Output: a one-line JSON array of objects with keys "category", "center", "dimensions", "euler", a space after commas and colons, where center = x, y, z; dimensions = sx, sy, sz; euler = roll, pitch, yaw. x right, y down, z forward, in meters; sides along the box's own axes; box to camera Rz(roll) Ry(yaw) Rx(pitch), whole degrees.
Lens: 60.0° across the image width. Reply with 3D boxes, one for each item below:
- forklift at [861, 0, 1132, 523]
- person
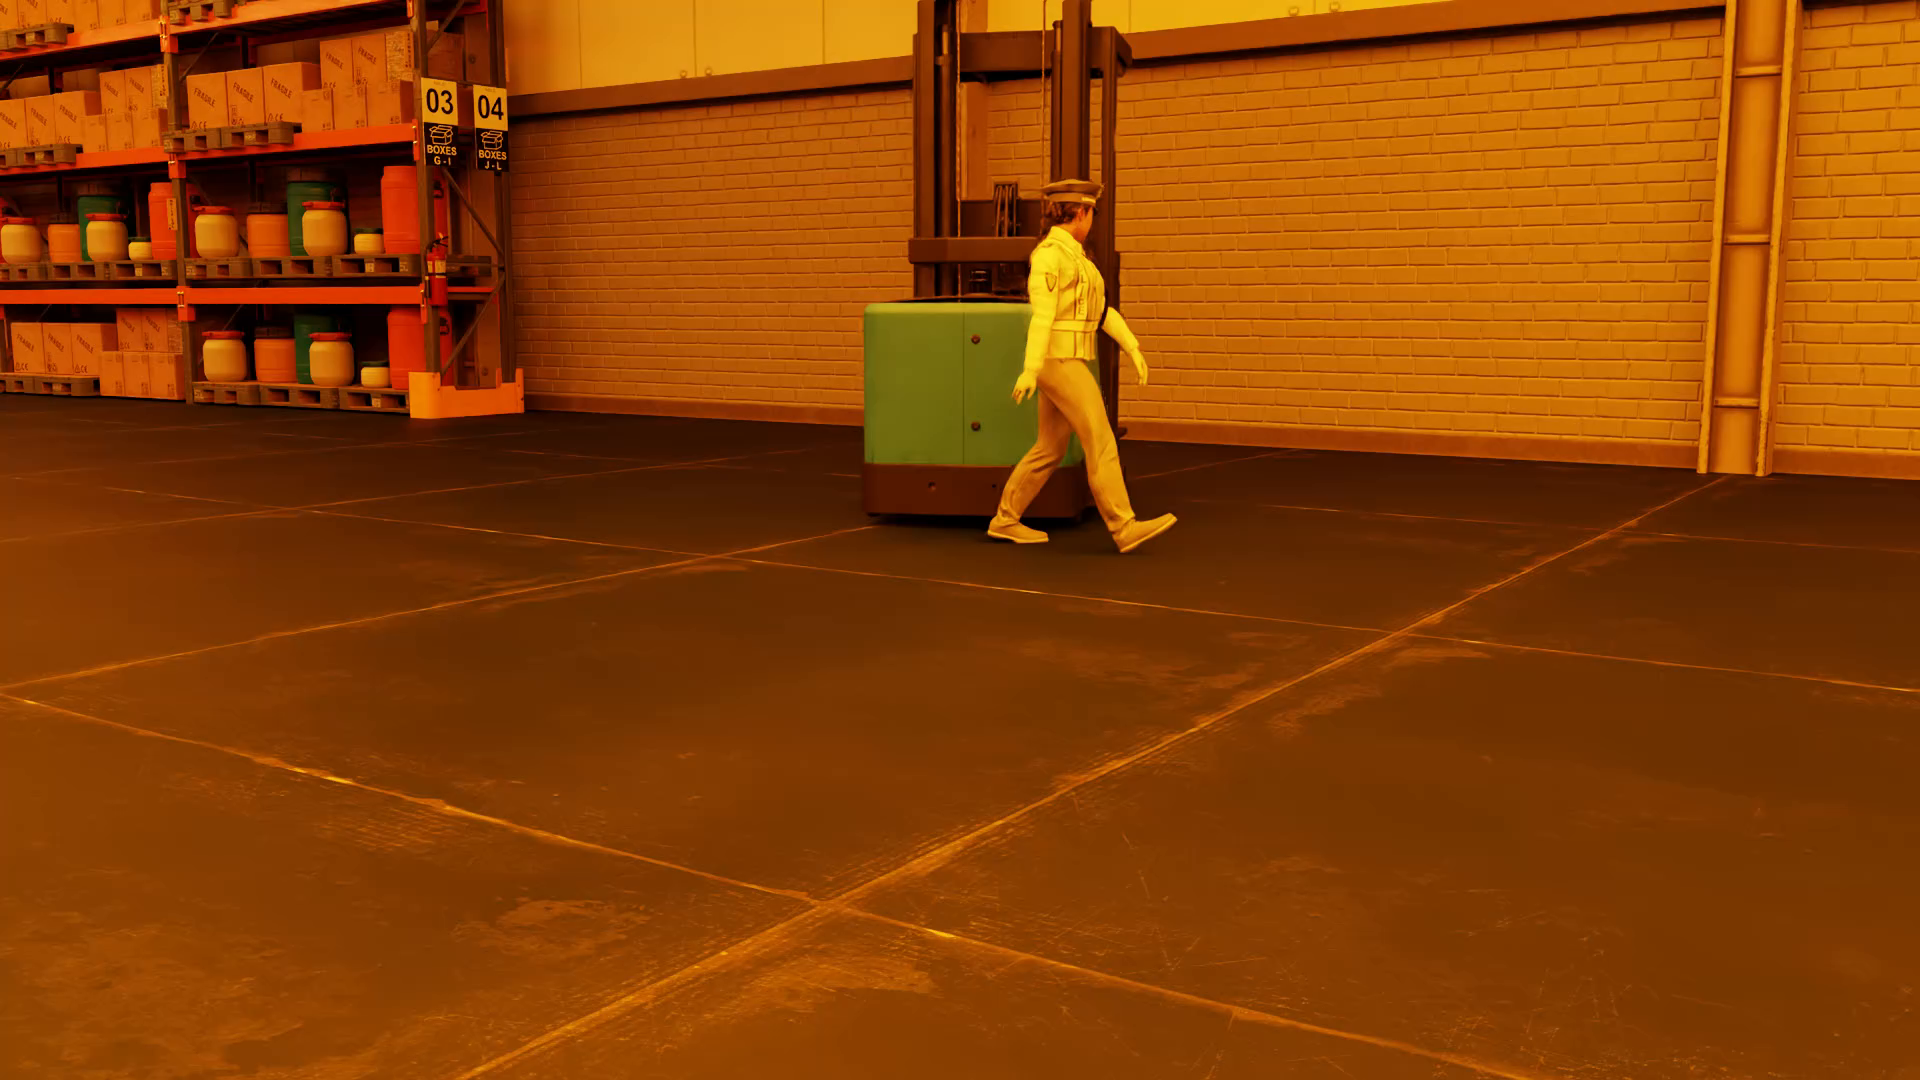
[{"category": "forklift", "center": [0.342, -1.703, 9.170], "dimensions": [1.130, 2.935, 3.031], "euler": [2, 8, 12]}, {"category": "person", "center": [0.520, -0.750, 7.212], "dimensions": [0.892, 1.604, 0.605], "euler": [2, 8, 14]}]
